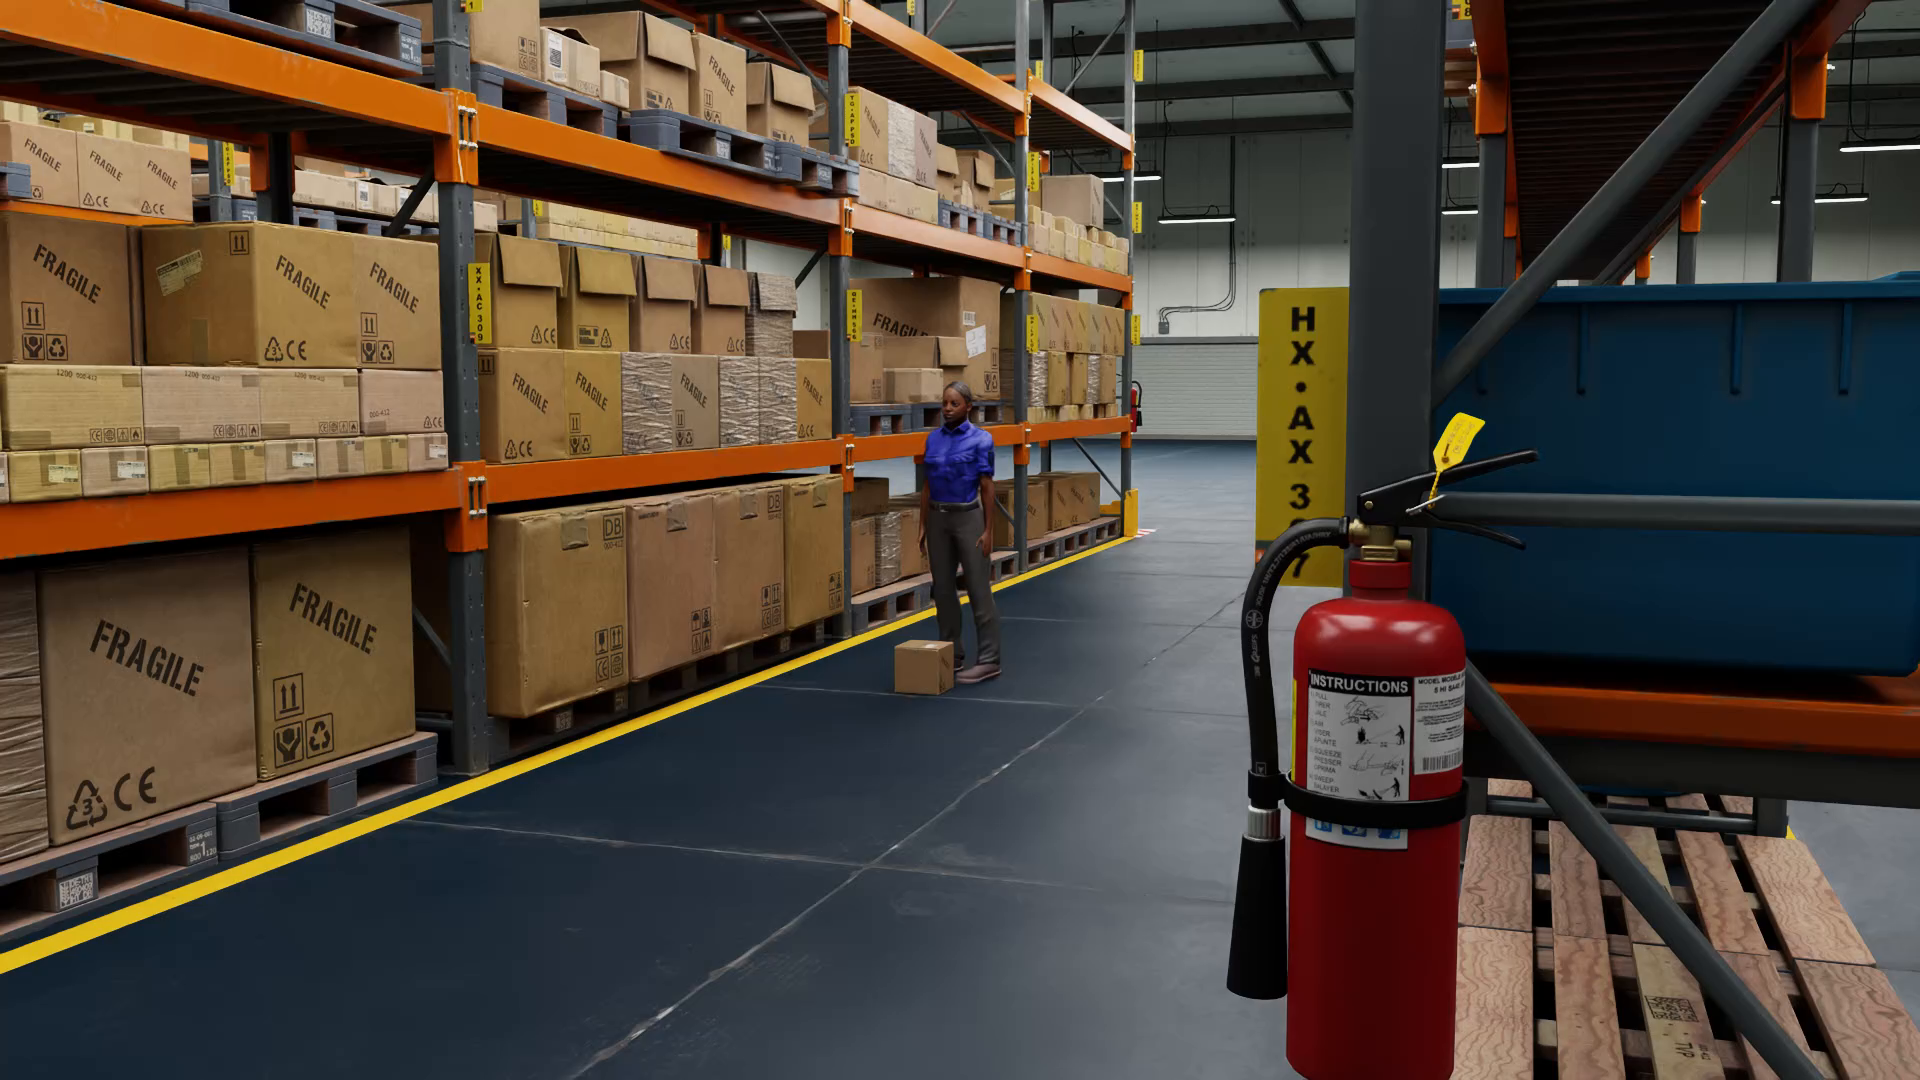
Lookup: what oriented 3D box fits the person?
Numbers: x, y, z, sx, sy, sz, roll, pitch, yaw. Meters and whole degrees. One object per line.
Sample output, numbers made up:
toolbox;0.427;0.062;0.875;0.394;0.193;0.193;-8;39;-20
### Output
person;-0.017;-0.056;9.322;0.514;1.667;0.348;3;6;29
